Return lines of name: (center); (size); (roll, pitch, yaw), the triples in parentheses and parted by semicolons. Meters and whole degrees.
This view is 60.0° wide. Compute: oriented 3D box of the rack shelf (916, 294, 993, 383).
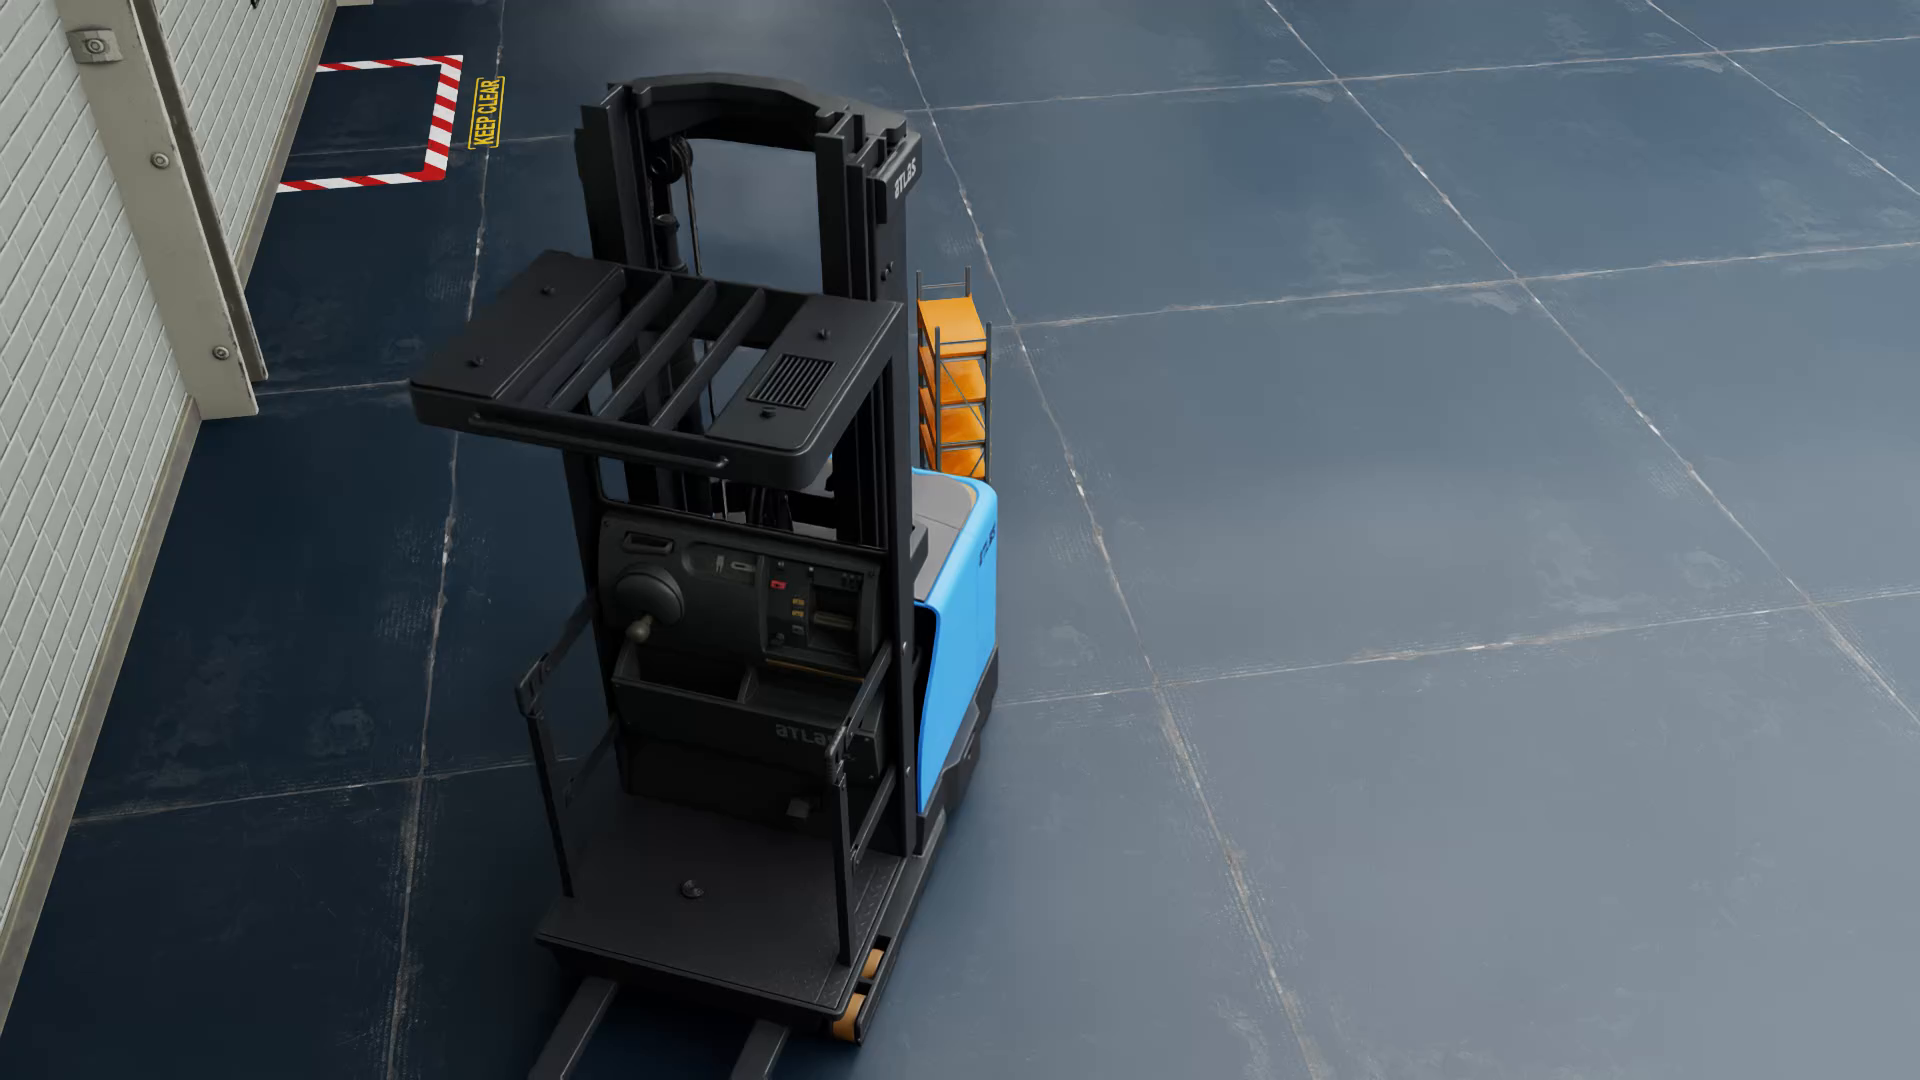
rack shelf: (-0.029, -0.884, 7.270); (0.258, 0.148, 0.480); (-6, 38, -8)

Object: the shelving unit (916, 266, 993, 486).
shelving unit: (-0.029, -0.574, 7.511); (0.258, 1.200, 0.503); (-6, 38, -8)

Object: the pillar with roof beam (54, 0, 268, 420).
pillar with roof beam: (0.424, -4.766, 6.550); (9.100, 9.000, 0.400); (-6, 38, -8)

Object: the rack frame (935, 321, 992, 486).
rack frame: (0.014, -0.426, 7.321); (0.240, 1.200, 0.015); (-6, 38, -8)

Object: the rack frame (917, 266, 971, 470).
rack frame: (-0.072, -0.721, 7.700); (0.240, 1.200, 0.015); (-6, 38, -8)

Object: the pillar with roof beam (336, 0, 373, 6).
pillar with roof beam: (-0.628, -8.390, 11.215); (9.100, 9.000, 0.400); (-6, 38, -8)

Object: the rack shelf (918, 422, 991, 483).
rack shelf: (-0.029, -0.364, 7.674); (0.258, 0.148, 0.480); (-6, 38, -8)

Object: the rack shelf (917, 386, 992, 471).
rack shelf: (-0.029, -0.521, 7.552); (0.258, 0.148, 0.480); (-6, 38, -8)

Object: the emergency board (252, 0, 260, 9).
emergency board: (-4.487, -4.054, 10.523); (0.157, 1.169, 0.626); (-6, 38, -8)

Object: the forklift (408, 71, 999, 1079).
forklift: (-0.759, 0.248, 5.041); (1.130, 2.935, 3.031); (11, 39, 13)

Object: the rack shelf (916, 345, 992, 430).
rack shelf: (-0.029, -0.697, 7.415); (0.258, 0.148, 0.480); (-6, 38, -8)
